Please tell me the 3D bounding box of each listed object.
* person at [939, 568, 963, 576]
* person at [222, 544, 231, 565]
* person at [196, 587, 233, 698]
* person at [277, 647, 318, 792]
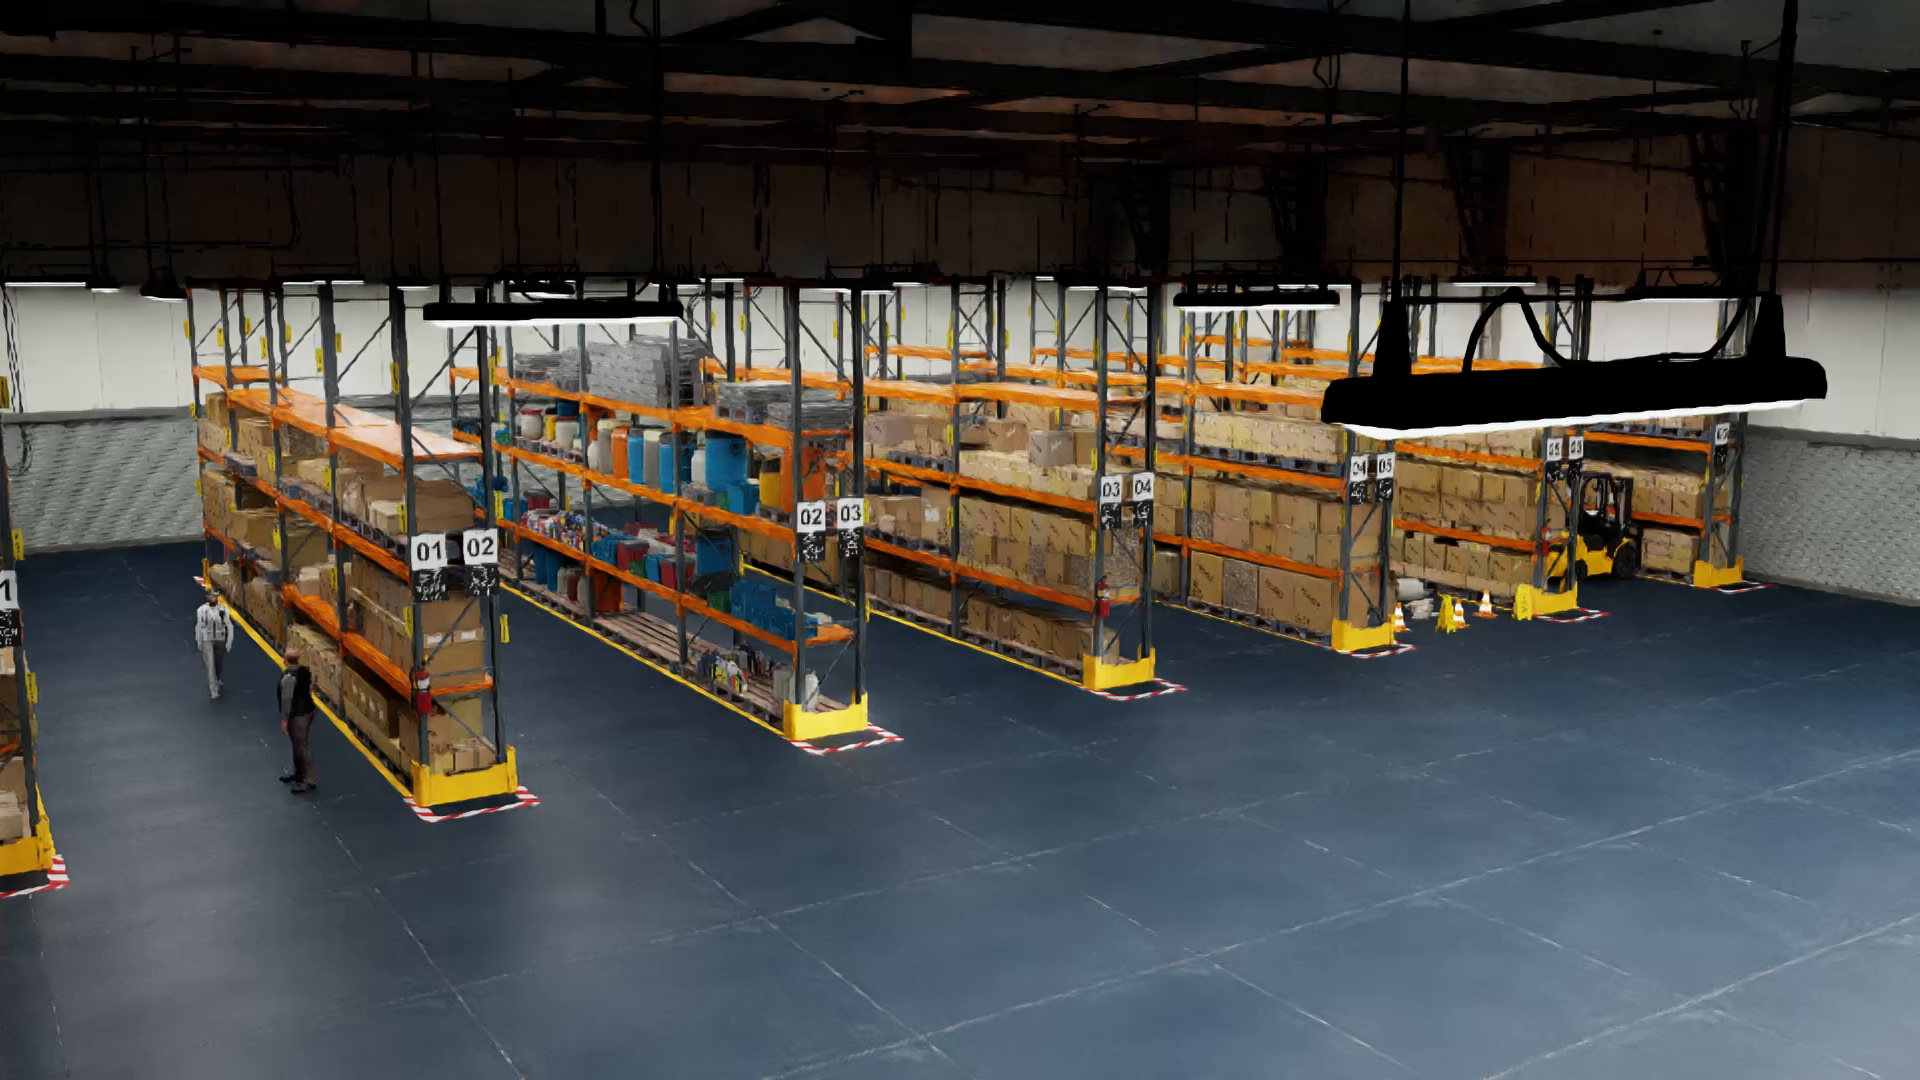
[{"bbox_3d":[-0.088,-0.130,31.872,0.677,1.729,0.550,-6,11,-33],"label":"person"},{"bbox_3d":[-15.114,-0.293,34.665,0.529,1.661,0.673,0,10,1],"label":"person"},{"bbox_3d":[-10.941,1.459,24.450,0.488,1.587,1.089,-7,12,-34],"label":"person"},{"bbox_3d":[-8.036,2.136,20.077,0.560,1.711,0.627,0,10,0],"label":"person"}]
